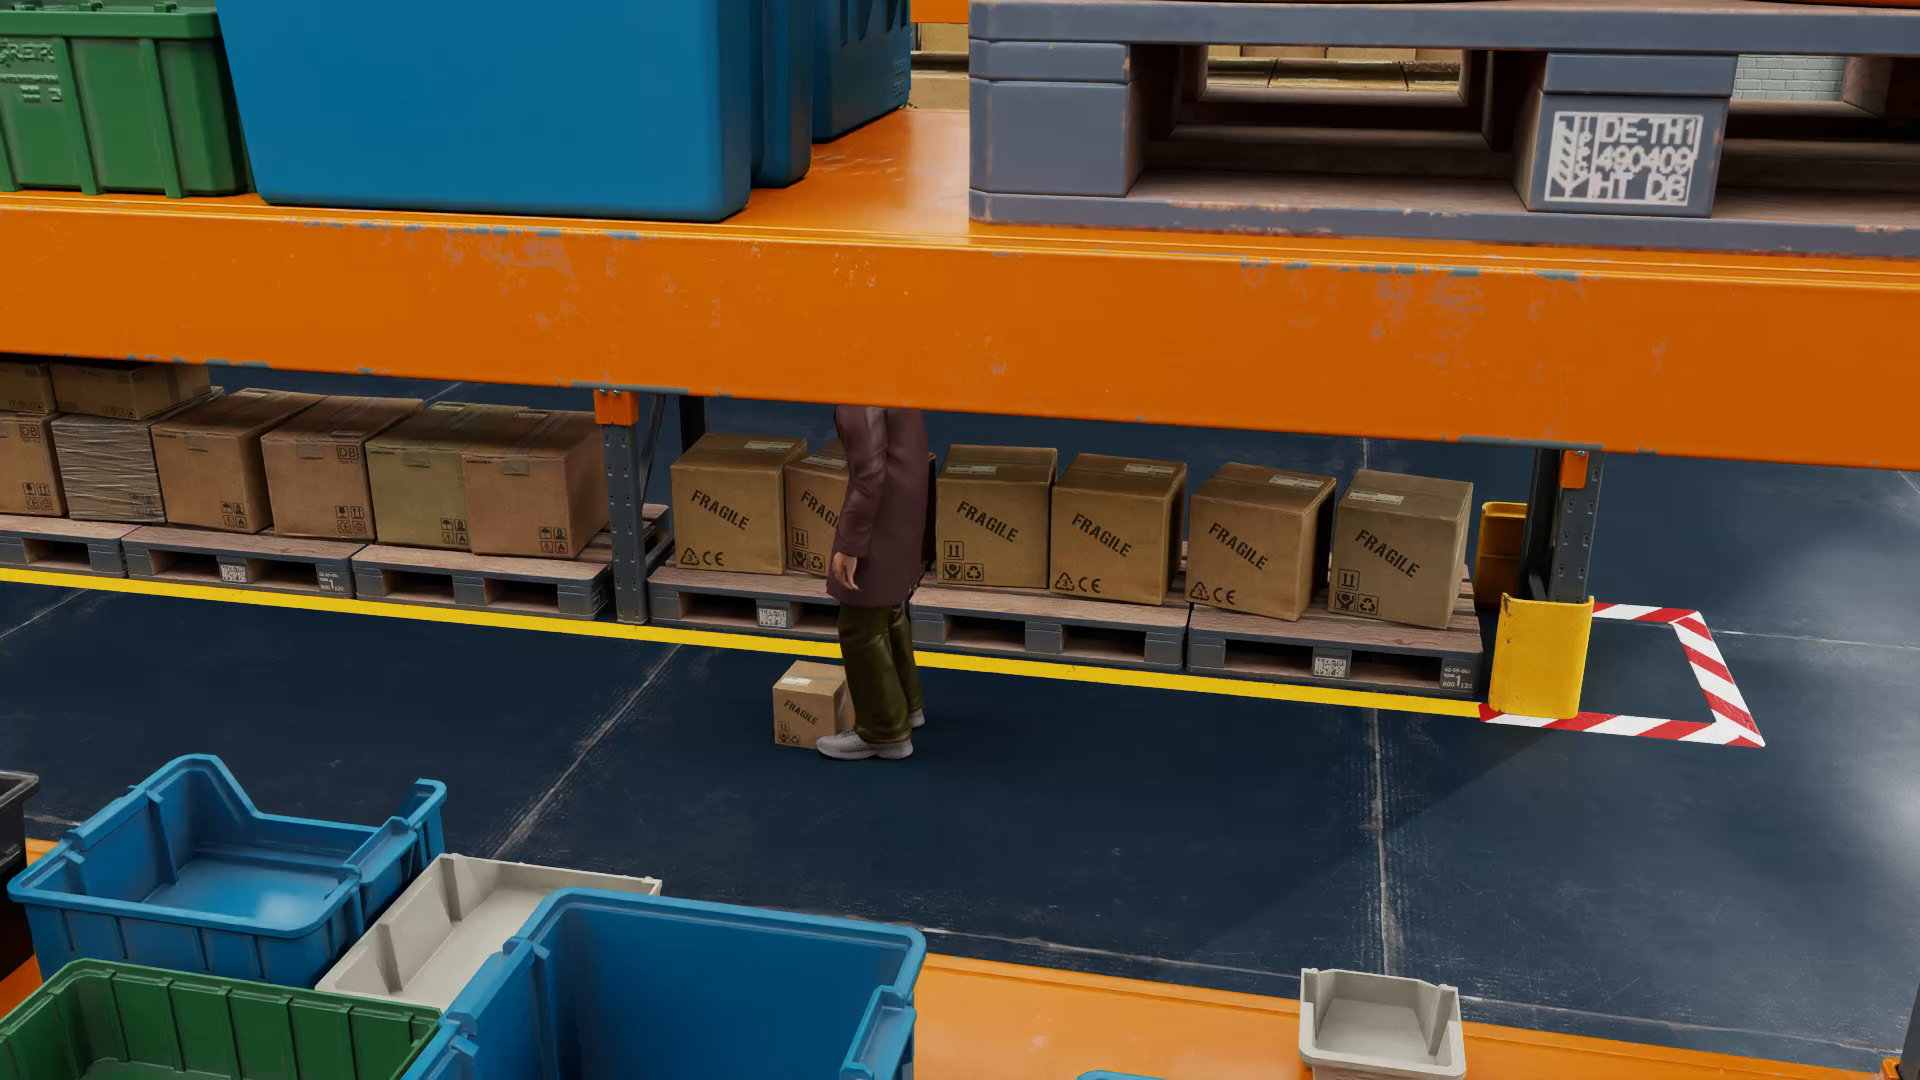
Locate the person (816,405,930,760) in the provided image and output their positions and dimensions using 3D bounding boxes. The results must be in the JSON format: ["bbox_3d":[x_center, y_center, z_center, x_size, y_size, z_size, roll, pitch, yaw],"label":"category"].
[{"bbox_3d":[-0.331,-0.042,6.212,0.404,1.774,0.643,4,22,11],"label":"person"}]
